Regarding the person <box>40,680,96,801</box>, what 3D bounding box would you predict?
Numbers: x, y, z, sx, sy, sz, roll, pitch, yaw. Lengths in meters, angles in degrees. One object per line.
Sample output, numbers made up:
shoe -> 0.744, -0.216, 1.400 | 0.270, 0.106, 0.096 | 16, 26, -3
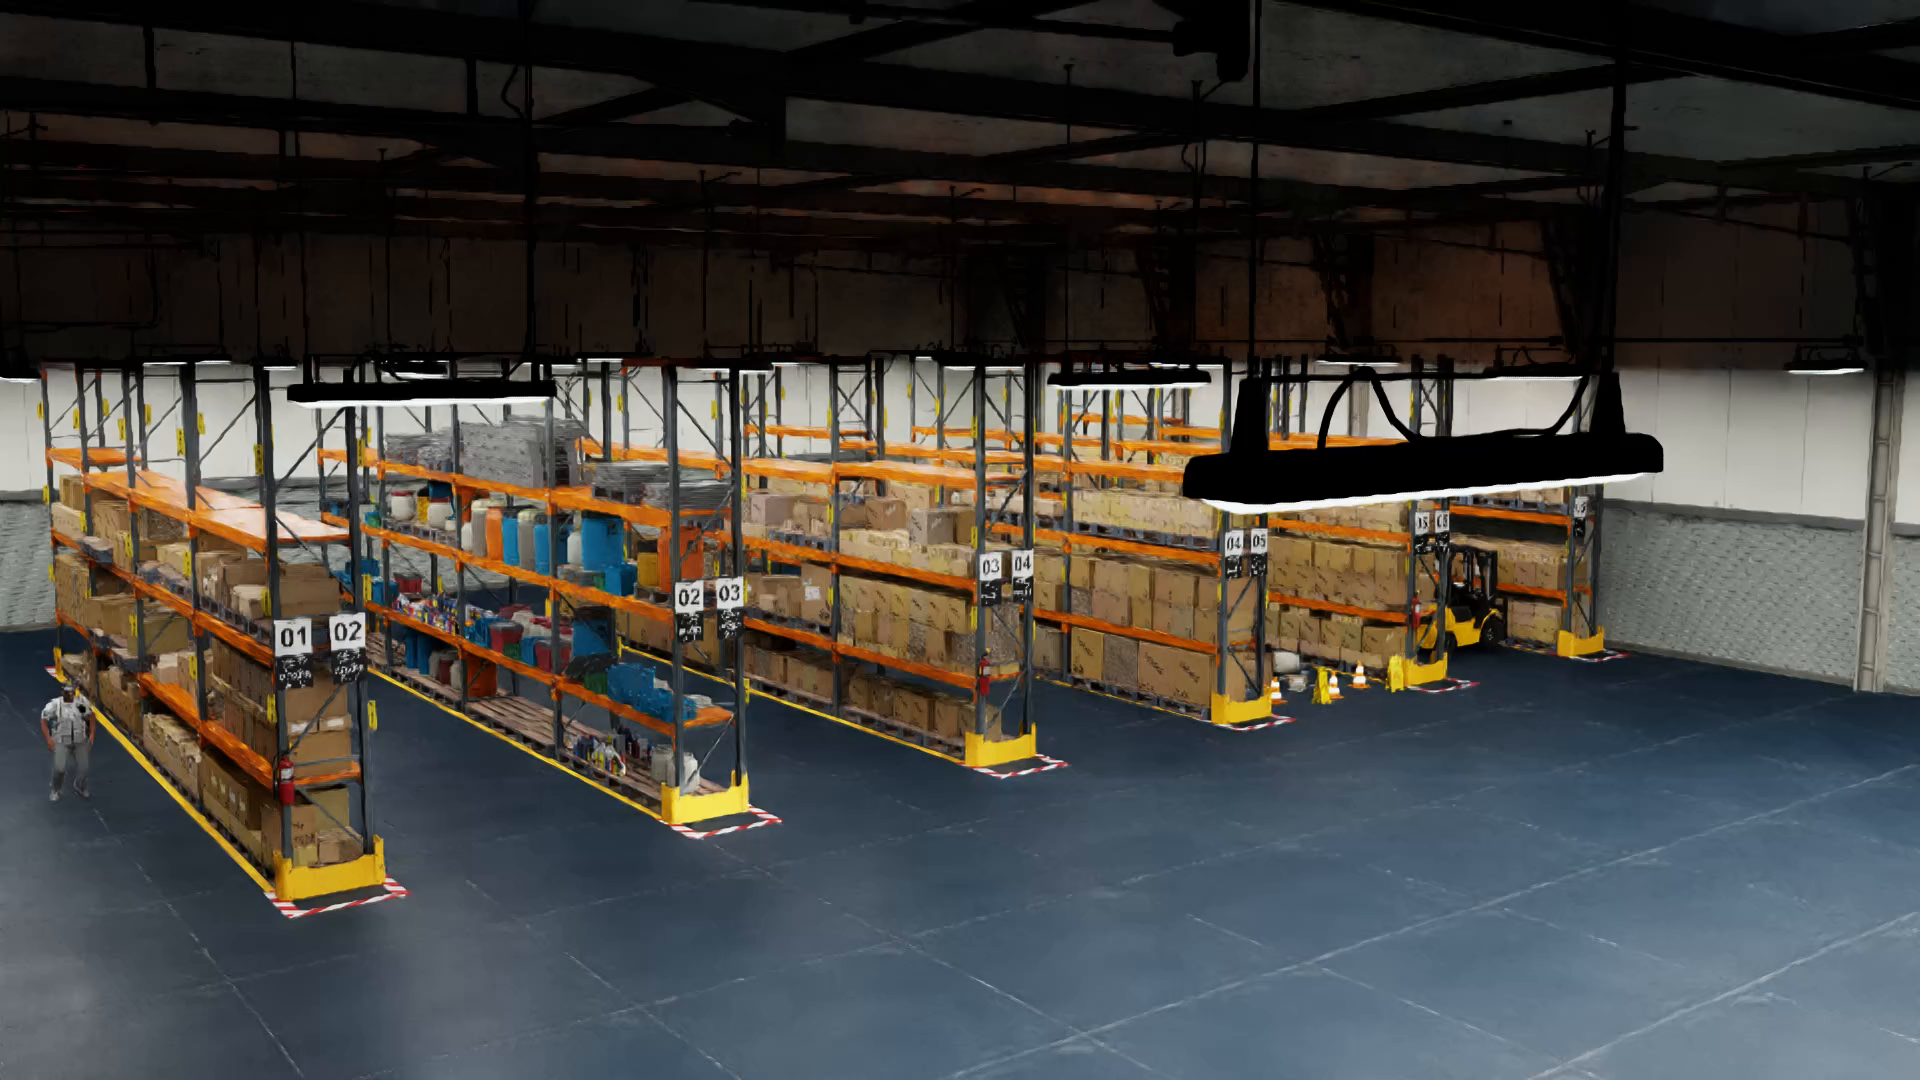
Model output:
person -> -12.284, 2.738, 22.935 | 0.682, 1.715, 0.542 | -5, 9, -38

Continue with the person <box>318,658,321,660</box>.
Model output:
person -> -11.256, 2.124, 28.733 | 0.417, 1.525, 1.034 | -5, 9, -37
